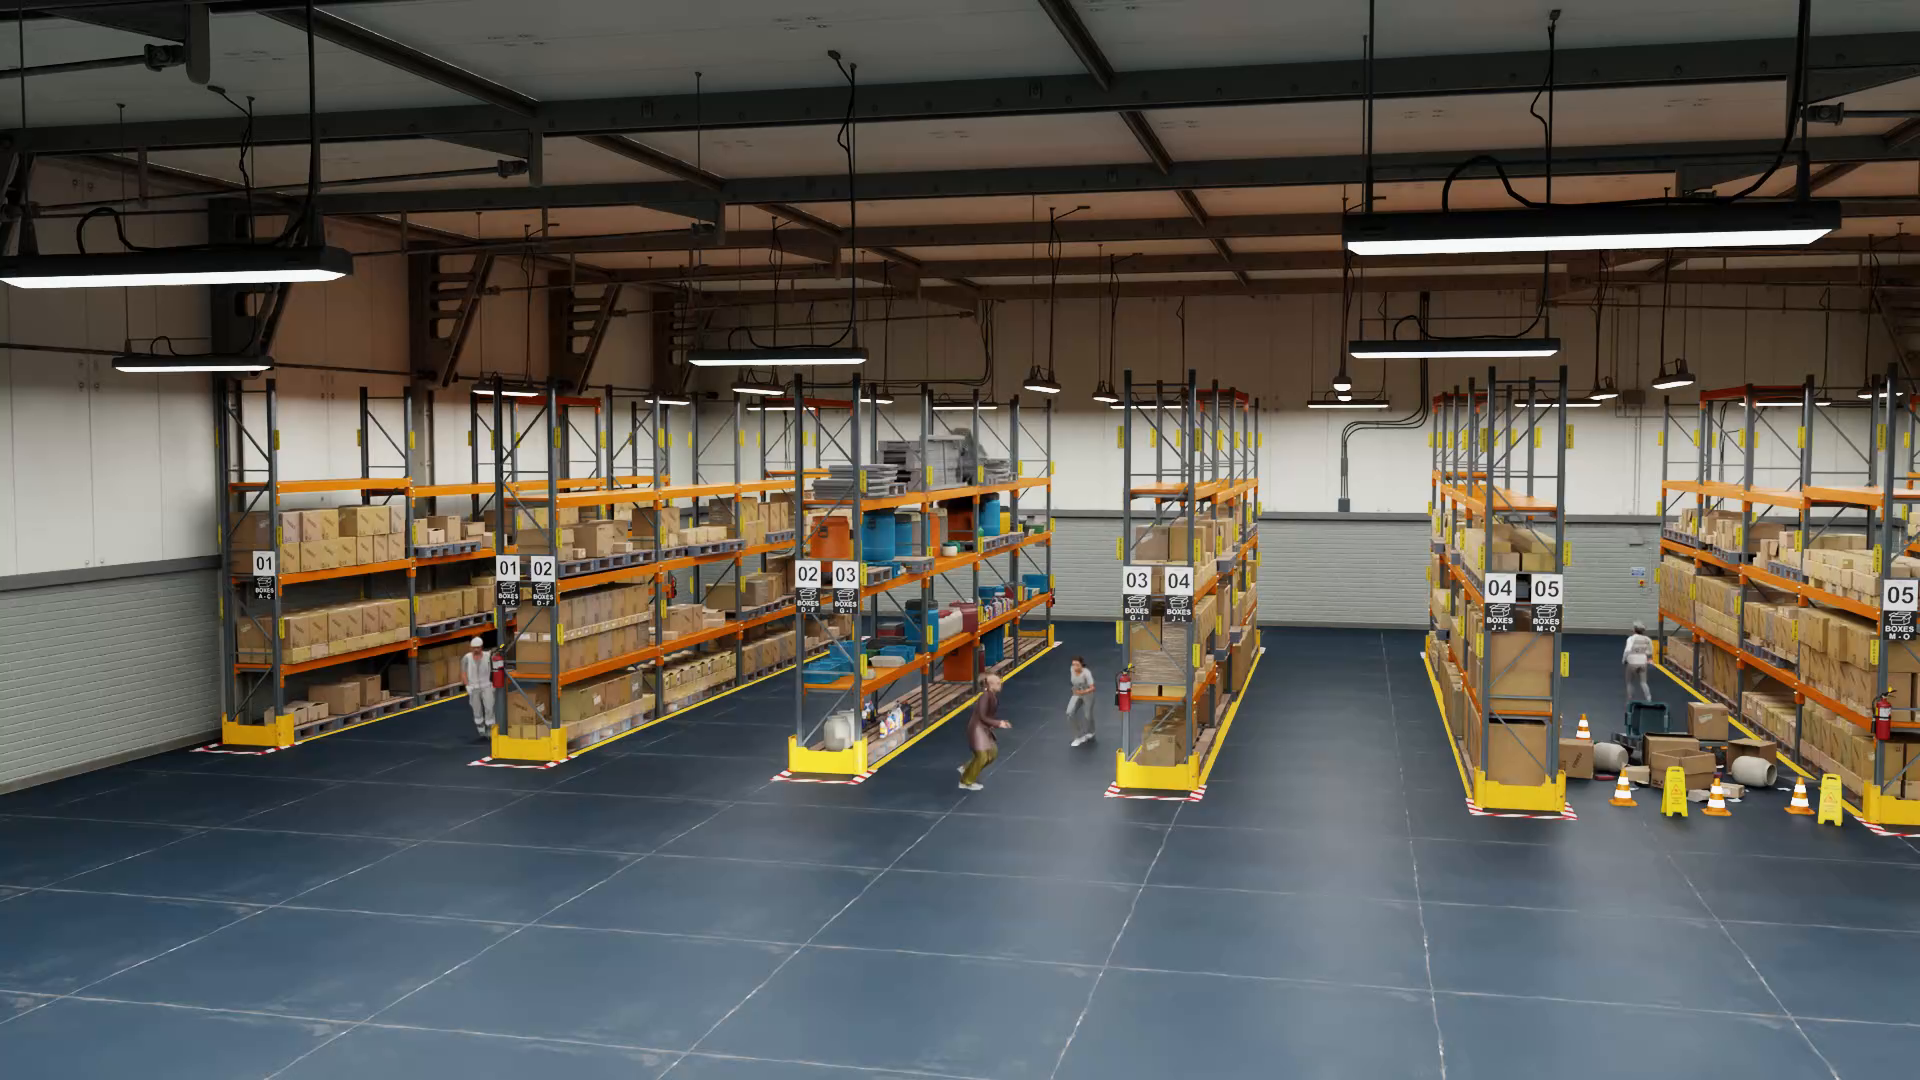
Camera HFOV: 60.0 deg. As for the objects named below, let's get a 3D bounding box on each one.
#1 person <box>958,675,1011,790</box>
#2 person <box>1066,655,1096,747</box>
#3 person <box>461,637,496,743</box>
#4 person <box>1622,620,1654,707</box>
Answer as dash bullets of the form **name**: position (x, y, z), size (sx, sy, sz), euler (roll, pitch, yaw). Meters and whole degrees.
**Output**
- **person**: position (0.338, 2.747, 23.774), size (0.817, 1.670, 0.687), euler (1, 4, 17)
- **person**: position (2.047, 2.595, 27.296), size (0.580, 1.499, 1.058), euler (2, 4, 30)
- **person**: position (-7.984, 2.506, 27.695), size (0.615, 1.833, 0.760), euler (-1, 3, -11)
- **person**: position (12.527, 2.312, 30.740), size (0.609, 1.665, 0.870), euler (0, 3, 2)
